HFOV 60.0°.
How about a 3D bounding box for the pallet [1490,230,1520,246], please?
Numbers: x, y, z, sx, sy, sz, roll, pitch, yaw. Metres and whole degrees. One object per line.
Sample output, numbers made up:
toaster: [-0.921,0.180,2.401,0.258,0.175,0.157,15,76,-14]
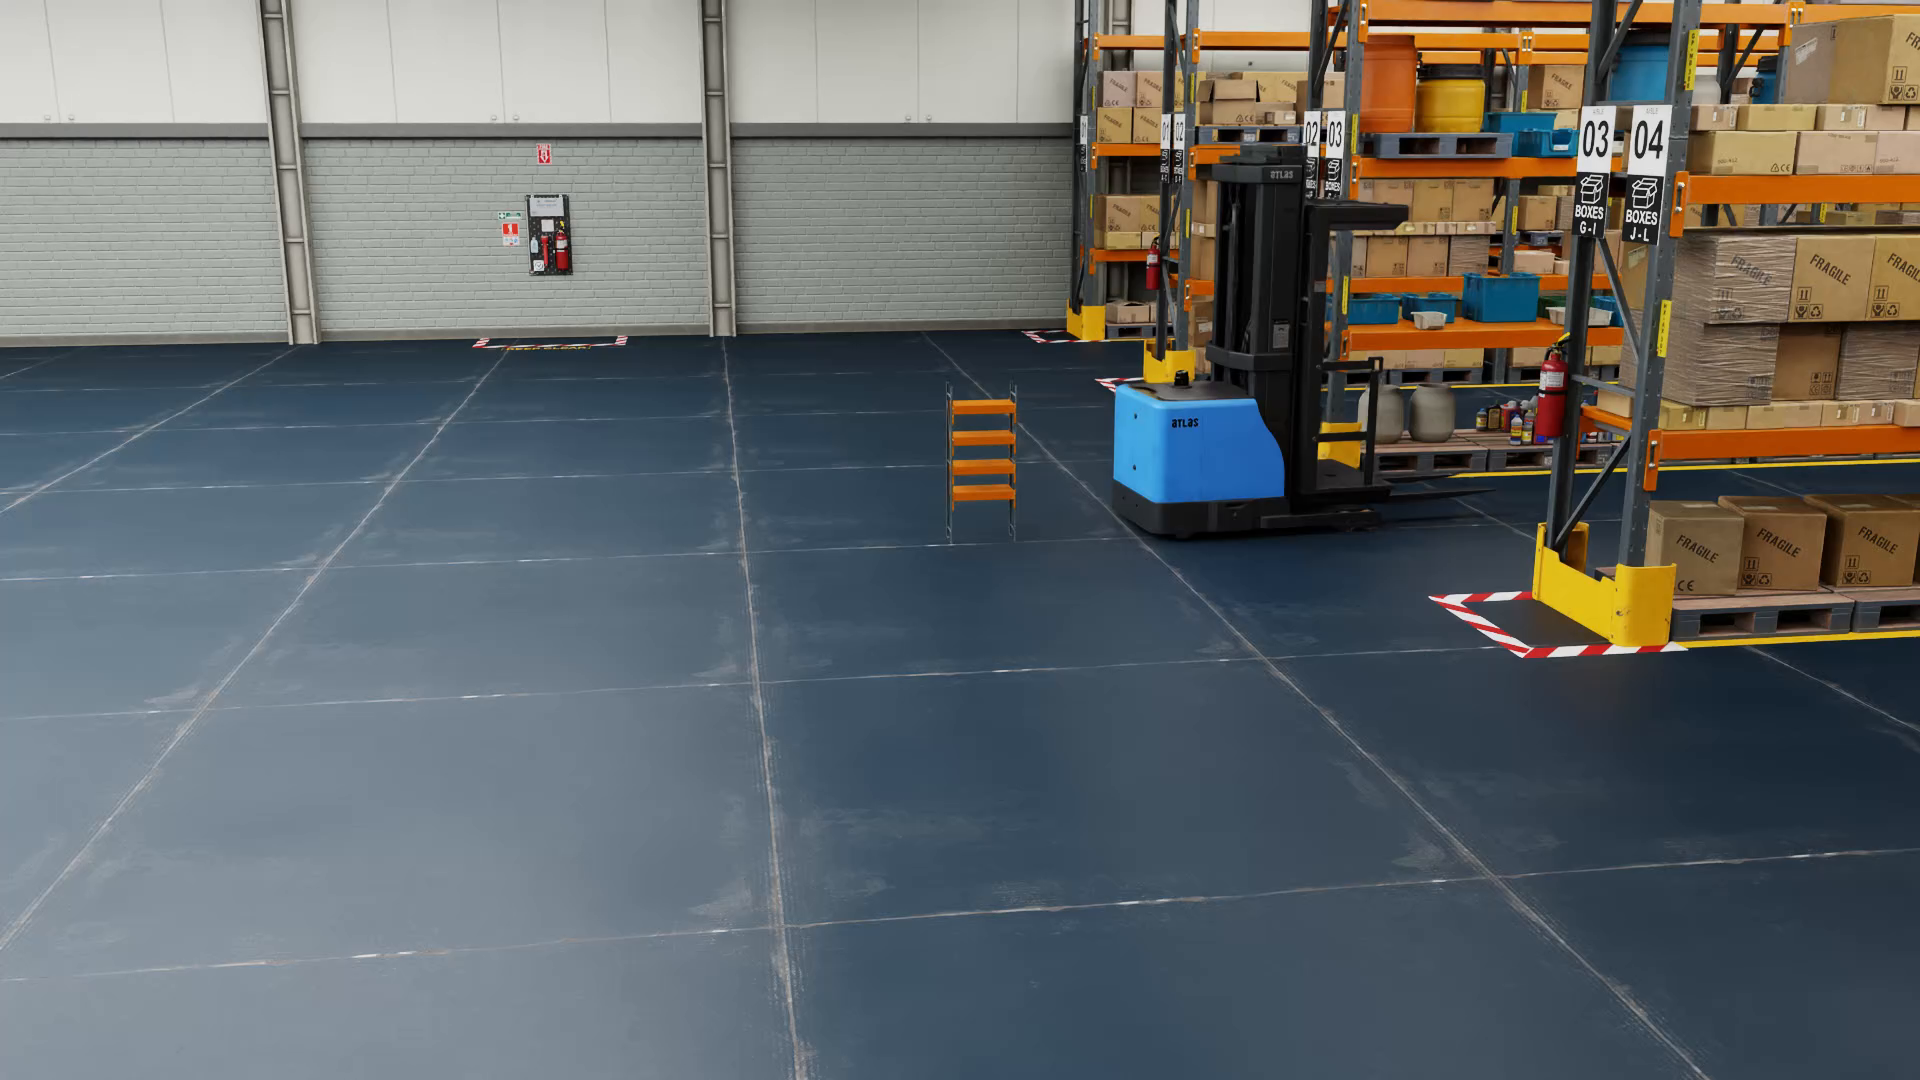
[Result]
pallet: [7.767,-4.634,25.428,1.213,0.211,1.003,-2,14,-8]

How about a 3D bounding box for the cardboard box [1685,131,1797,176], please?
cardboard box: [4.536,-2.282,9.796,0.500,0.250,0.500,-2,14,-7]

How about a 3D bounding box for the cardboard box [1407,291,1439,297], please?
cardboard box: [6.992,-3.726,25.647,0.500,0.500,0.700,-2,14,-9]

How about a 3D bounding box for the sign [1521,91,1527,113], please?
sign: [6.589,-5.083,19.431,0.005,0.325,0.100,-2,14,-8]

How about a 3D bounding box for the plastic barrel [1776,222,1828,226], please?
plastic barrel: [7.666,-2.465,15.354,0.708,0.901,0.600,-2,14,-8]

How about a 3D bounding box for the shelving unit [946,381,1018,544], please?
shelving unit: [0.164,-0.588,12.600,0.503,1.200,0.258,-2,14,-8]

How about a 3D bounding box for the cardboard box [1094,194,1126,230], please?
cardboard box: [2.242,-4.888,24.770,0.500,0.500,0.500,-2,14,-9]

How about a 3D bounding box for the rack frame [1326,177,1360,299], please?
rack frame: [5.763,-4.664,25.152,0.127,3.000,1.000,-2,14,-8]

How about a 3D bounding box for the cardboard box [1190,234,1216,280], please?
cardboard box: [3.013,-3.390,19.866,0.500,0.500,0.700,-2,14,-8]

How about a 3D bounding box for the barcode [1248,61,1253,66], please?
barcode: [4.324,-7.093,24.767,0.075,0.075,0.001,-2,14,-8]

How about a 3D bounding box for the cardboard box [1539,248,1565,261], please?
cardboard box: [7.347,-3.483,20.720,0.258,0.266,0.396,-2,14,-10]

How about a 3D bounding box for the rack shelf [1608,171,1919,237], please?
rack shelf: [5.999,-2.123,10.333,4.000,0.370,1.077,-2,14,-8]

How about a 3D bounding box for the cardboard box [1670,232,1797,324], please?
cardboard box: [4.606,-1.576,9.969,0.500,0.500,0.500,-2,14,-8]

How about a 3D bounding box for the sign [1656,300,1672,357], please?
sign: [4.102,-1.234,9.695,0.005,0.325,0.100,-2,14,-8]

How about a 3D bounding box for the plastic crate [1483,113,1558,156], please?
plastic crate: [5.124,-3.724,15.273,0.575,0.384,0.392,-2,14,-8]

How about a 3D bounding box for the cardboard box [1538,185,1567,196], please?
cardboard box: [9.066,-5.350,25.446,0.250,0.149,0.380,-5,15,-18]

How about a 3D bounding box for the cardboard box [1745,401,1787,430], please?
cardboard box: [4.838,-0.785,10.203,0.250,0.149,0.380,-2,14,-8]

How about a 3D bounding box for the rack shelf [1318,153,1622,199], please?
rack shelf: [5.261,-3.314,15.083,4.000,0.370,1.077,-2,14,-8]

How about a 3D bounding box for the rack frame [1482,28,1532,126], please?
rack frame: [6.505,-6.382,19.671,0.127,3.000,1.000,-2,14,-8]

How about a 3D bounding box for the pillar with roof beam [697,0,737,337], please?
pillar with roof beam: [-2.921,-6.409,19.779,0.400,9.000,9.100,-2,14,-8]

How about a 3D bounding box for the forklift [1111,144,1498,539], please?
forklift: [2.800,-1.603,13.087,3.031,2.935,1.130,-4,15,-14]

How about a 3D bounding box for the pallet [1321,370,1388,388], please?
pallet: [4.503,-2.056,20.486,1.213,0.211,1.003,-2,14,-8]

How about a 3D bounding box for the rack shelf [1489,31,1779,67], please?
rack shelf: [8.482,-5.912,20.096,4.000,0.370,1.077,-2,14,-8]

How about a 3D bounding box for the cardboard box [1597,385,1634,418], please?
cardboard box: [4.272,-0.882,10.591,0.250,0.149,0.380,-2,14,-8]

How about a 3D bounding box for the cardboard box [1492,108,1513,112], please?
cardboard box: [8.423,-6.299,25.251,0.637,0.503,0.797,0,14,0]

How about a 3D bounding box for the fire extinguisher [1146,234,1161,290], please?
fire extinguisher: [2.363,-3.397,20.261,0.183,0.674,0.296,-2,14,-8]

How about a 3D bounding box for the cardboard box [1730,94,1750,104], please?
cardboard box: [11.741,-6.627,25.702,0.500,0.500,0.700,-2,14,-8]

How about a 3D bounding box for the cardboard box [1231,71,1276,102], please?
cardboard box: [4.253,-6.535,24.143,0.500,0.500,0.500,-3,14,-10]

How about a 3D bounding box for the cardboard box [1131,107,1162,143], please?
cardboard box: [2.712,-5.995,24.046,0.500,0.500,0.500,-1,14,-5]

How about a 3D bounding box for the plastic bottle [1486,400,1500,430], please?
plastic bottle: [5.147,-1.212,16.069,0.133,0.283,0.061,-2,14,-7]

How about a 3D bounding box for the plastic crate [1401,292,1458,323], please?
plastic crate: [4.377,-2.176,15.537,0.408,0.251,0.499,-2,14,-8]

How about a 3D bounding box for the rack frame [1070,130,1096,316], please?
rack frame: [1.808,-4.519,24.574,0.127,3.000,1.000,-2,14,-8]

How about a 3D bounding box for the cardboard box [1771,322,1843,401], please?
cardboard box: [5.046,-1.197,10.513,0.500,0.500,0.875,-2,14,-8]

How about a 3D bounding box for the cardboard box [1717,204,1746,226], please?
cardboard box: [11.761,-5.022,25.724,0.500,0.500,0.500,-2,14,-7]

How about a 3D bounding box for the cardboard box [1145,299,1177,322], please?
cardboard box: [3.069,-3.452,24.943,0.500,0.311,0.500,-1,14,-4]

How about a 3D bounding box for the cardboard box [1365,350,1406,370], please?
cardboard box: [5.090,-2.235,20.259,0.500,0.250,0.500,-2,14,-8]

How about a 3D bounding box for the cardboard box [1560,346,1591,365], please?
cardboard box: [7.446,-2.315,20.578,0.500,0.250,0.500,-2,14,-7]

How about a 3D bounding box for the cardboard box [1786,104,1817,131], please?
cardboard box: [4.830,-2.499,9.843,0.250,0.149,0.380,-2,14,-9]

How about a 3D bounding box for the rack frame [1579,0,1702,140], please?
rack frame: [4.021,-3.854,9.591,0.127,3.000,1.000,-2,14,-8]

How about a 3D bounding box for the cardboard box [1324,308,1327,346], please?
cardboard box: [4.099,-2.567,20.038,0.500,0.500,0.500,-2,14,-8]

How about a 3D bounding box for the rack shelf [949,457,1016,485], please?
rack shelf: [0.164,-0.523,12.616,0.480,0.148,0.258,-2,14,-8]

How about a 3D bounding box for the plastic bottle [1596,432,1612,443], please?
plastic bottle: [5.975,-1.057,15.464,0.135,0.276,0.152,-2,14,-7]

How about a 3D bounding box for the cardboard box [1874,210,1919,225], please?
cardboard box: [11.999,-3.907,21.064,0.500,0.500,0.700,1,14,2]

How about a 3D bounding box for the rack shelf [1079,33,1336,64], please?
rack shelf: [3.785,-7.151,24.221,4.000,0.370,1.077,-2,14,-8]

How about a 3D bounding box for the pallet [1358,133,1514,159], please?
pallet: [4.116,-3.506,14.755,1.213,0.211,1.003,-2,14,-8]

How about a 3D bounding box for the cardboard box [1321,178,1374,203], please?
cardboard box: [4.578,-4.078,19.943,0.500,0.500,0.700,-2,14,-8]

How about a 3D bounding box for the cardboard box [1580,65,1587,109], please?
cardboard box: [7.680,-5.461,20.068,0.500,0.500,0.500,-1,14,-3]

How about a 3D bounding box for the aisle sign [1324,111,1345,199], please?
aisle sign: [3.256,-3.324,14.464,0.004,0.787,0.394,-2,14,-8]

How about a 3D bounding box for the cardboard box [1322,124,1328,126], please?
cardboard box: [5.298,-6.099,24.462,0.500,0.500,0.500,-2,14,-7]

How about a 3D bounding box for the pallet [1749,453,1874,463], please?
pallet: [8.010,-0.966,16.139,1.213,0.211,1.003,-2,14,-8]

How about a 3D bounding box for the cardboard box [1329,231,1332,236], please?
cardboard box: [4.243,-3.700,19.770,0.250,0.149,0.380,-2,14,-9]

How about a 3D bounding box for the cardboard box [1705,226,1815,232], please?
cardboard box: [5.022,-1.721,10.545,0.500,0.500,0.500,-2,14,-8]

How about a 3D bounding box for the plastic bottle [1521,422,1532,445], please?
plastic bottle: [5.225,-0.986,15.336,0.097,0.201,0.097,0,14,0]

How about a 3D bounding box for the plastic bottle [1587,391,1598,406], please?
plastic bottle: [6.192,-1.273,16.172,0.185,0.351,0.144,-3,14,-11]

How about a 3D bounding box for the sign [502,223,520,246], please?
sign: [-6.574,-4.476,24.332,0.234,0.329,0.001,-2,14,-8]

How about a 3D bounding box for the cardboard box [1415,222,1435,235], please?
cardboard box: [5.505,-3.746,19.952,0.250,0.149,0.380,-2,14,-8]

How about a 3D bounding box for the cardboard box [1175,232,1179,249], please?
cardboard box: [3.353,-4.436,24.512,0.500,0.250,0.500,-2,14,-9]
